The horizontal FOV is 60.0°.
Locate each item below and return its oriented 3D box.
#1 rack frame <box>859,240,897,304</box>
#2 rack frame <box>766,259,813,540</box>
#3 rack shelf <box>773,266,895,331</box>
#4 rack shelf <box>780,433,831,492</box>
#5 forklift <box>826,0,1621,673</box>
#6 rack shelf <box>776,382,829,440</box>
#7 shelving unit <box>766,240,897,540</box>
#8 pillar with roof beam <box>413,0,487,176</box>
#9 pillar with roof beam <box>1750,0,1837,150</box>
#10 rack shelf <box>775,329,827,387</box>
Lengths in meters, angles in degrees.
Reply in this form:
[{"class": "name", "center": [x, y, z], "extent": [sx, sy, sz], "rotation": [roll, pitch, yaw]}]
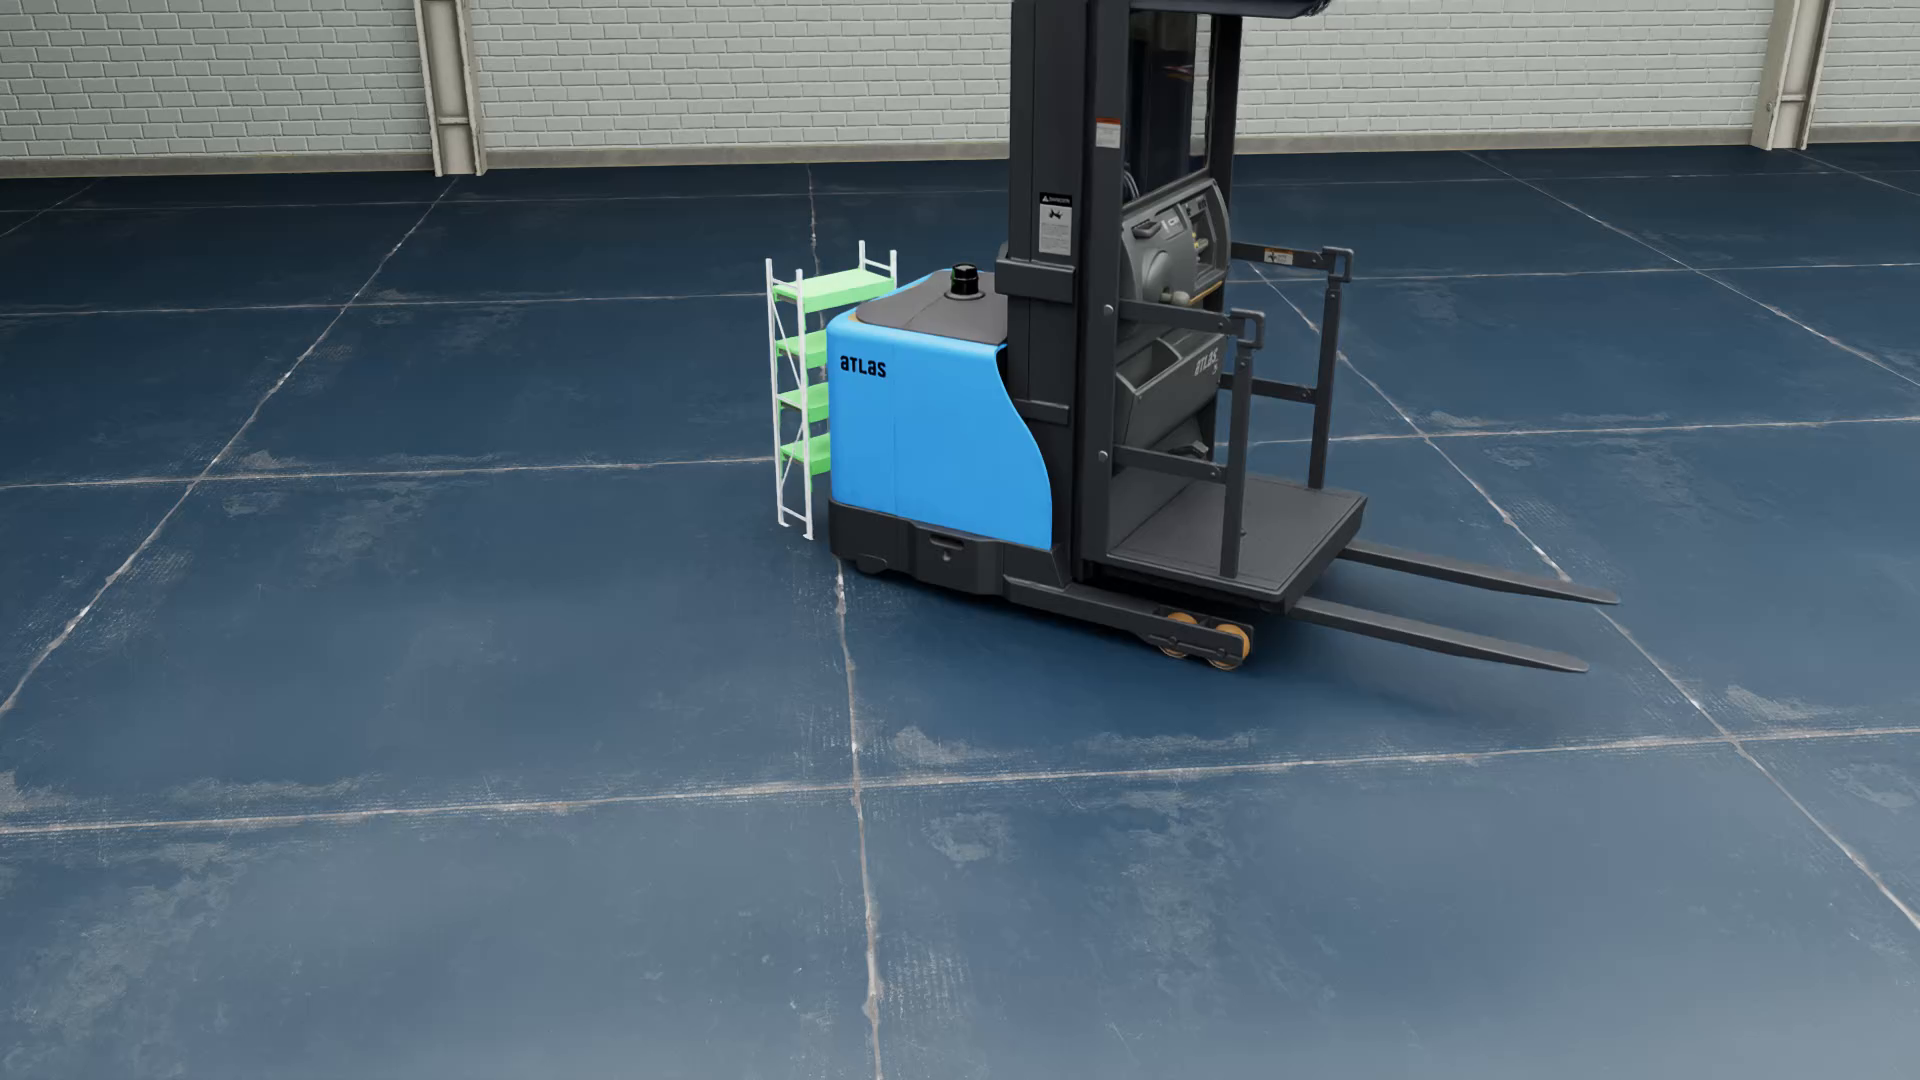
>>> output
[{"class": "rack frame", "center": [-0.355, -0.715, 7.380], "extent": [0.015, 1.200, 0.240], "rotation": [-19, 30, -36]}, {"class": "rack frame", "center": [-0.727, -0.586, 7.091], "extent": [0.015, 1.200, 0.240], "rotation": [-19, 30, -36]}, {"class": "rack shelf", "center": [-0.541, -1.031, 7.067], "extent": [0.480, 0.148, 0.258], "rotation": [-19, 30, -36]}, {"class": "rack shelf", "center": [-0.541, -0.373, 7.359], "extent": [0.480, 0.148, 0.258], "rotation": [-19, 30, -36]}, {"class": "forklift", "center": [0.991, -1.104, 6.126], "extent": [3.031, 2.935, 1.130], "rotation": [13, 27, 27]}, {"class": "rack shelf", "center": [-0.541, -0.592, 7.262], "extent": [0.480, 0.148, 0.258], "rotation": [-19, 30, -36]}, {"class": "shelving unit", "center": [-0.541, -0.650, 7.236], "extent": [0.503, 1.200, 0.258], "rotation": [-19, 30, -36]}, {"class": "pillar with roof beam", "center": [-3.899, -5.562, 8.685], "extent": [0.400, 9.000, 9.100], "rotation": [-2, 24, -5]}, {"class": "pillar with roof beam", "center": [8.043, -6.041, 9.763], "extent": [0.400, 9.000, 9.100], "rotation": [-2, 24, -5]}, {"class": "rack shelf", "center": [-0.541, -0.811, 7.164], "extent": [0.480, 0.148, 0.258], "rotation": [-19, 30, -36]}]
